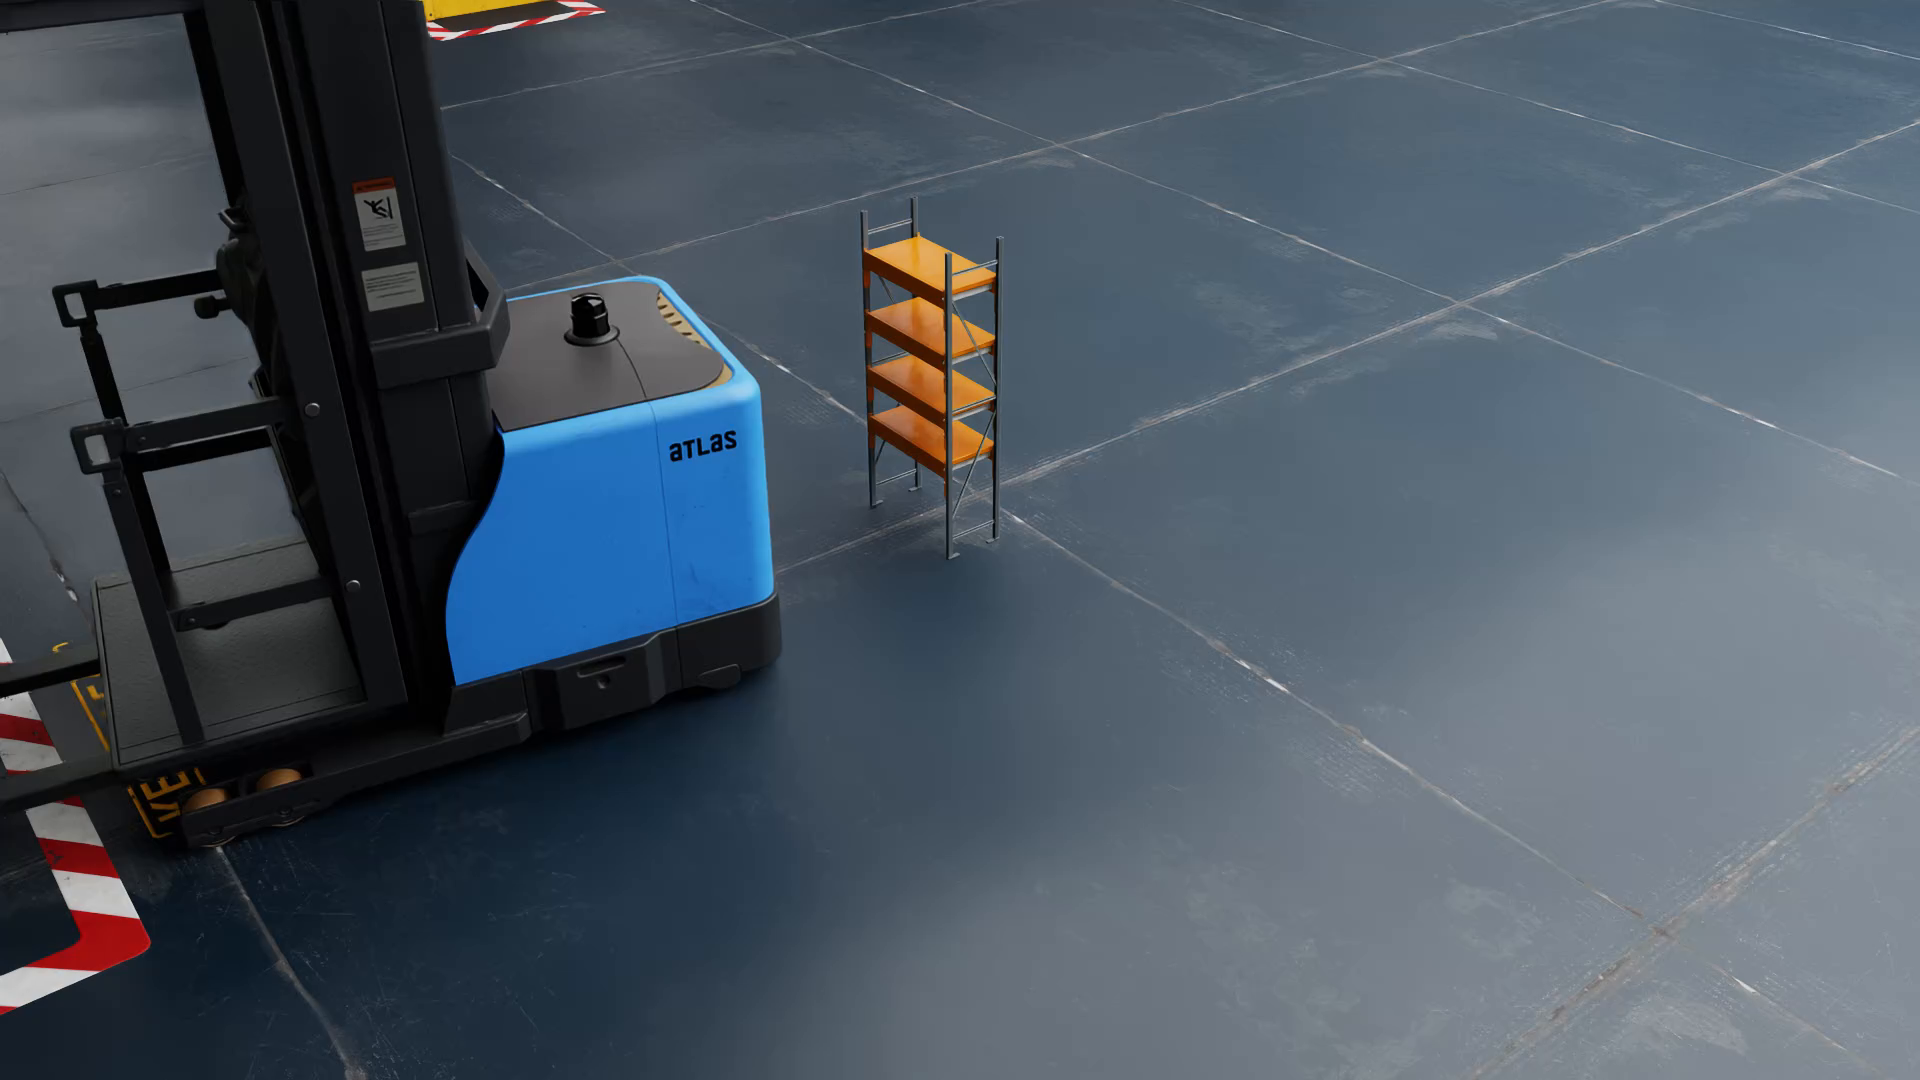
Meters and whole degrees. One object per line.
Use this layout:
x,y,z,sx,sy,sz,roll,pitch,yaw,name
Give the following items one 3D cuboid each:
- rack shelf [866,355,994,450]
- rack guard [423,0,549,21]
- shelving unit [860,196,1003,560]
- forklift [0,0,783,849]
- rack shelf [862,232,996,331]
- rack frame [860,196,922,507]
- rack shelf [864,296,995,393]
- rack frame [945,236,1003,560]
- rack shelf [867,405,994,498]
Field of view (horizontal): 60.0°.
-0.101,-0.522,6.080,0.258,0.148,0.480,-22,38,-31,rack shelf
-3.719,-4.376,12.821,1.175,0.500,0.348,-22,38,-31,rack guard
-0.101,-0.579,6.045,0.258,1.200,0.503,-22,38,-31,shelving unit
-2.140,-0.675,4.559,3.031,2.935,1.130,-15,35,-23,forklift
-0.101,-0.913,5.837,0.258,0.148,0.480,-22,38,-31,rack shelf
-0.251,-0.680,6.208,0.240,1.200,0.015,-22,38,-31,rack frame
-0.101,-0.712,5.962,0.258,0.148,0.480,-22,38,-31,rack shelf
0.048,-0.477,5.881,0.240,1.200,0.015,-22,38,-31,rack frame
-0.101,-0.353,6.185,0.258,0.148,0.480,-22,38,-31,rack shelf
